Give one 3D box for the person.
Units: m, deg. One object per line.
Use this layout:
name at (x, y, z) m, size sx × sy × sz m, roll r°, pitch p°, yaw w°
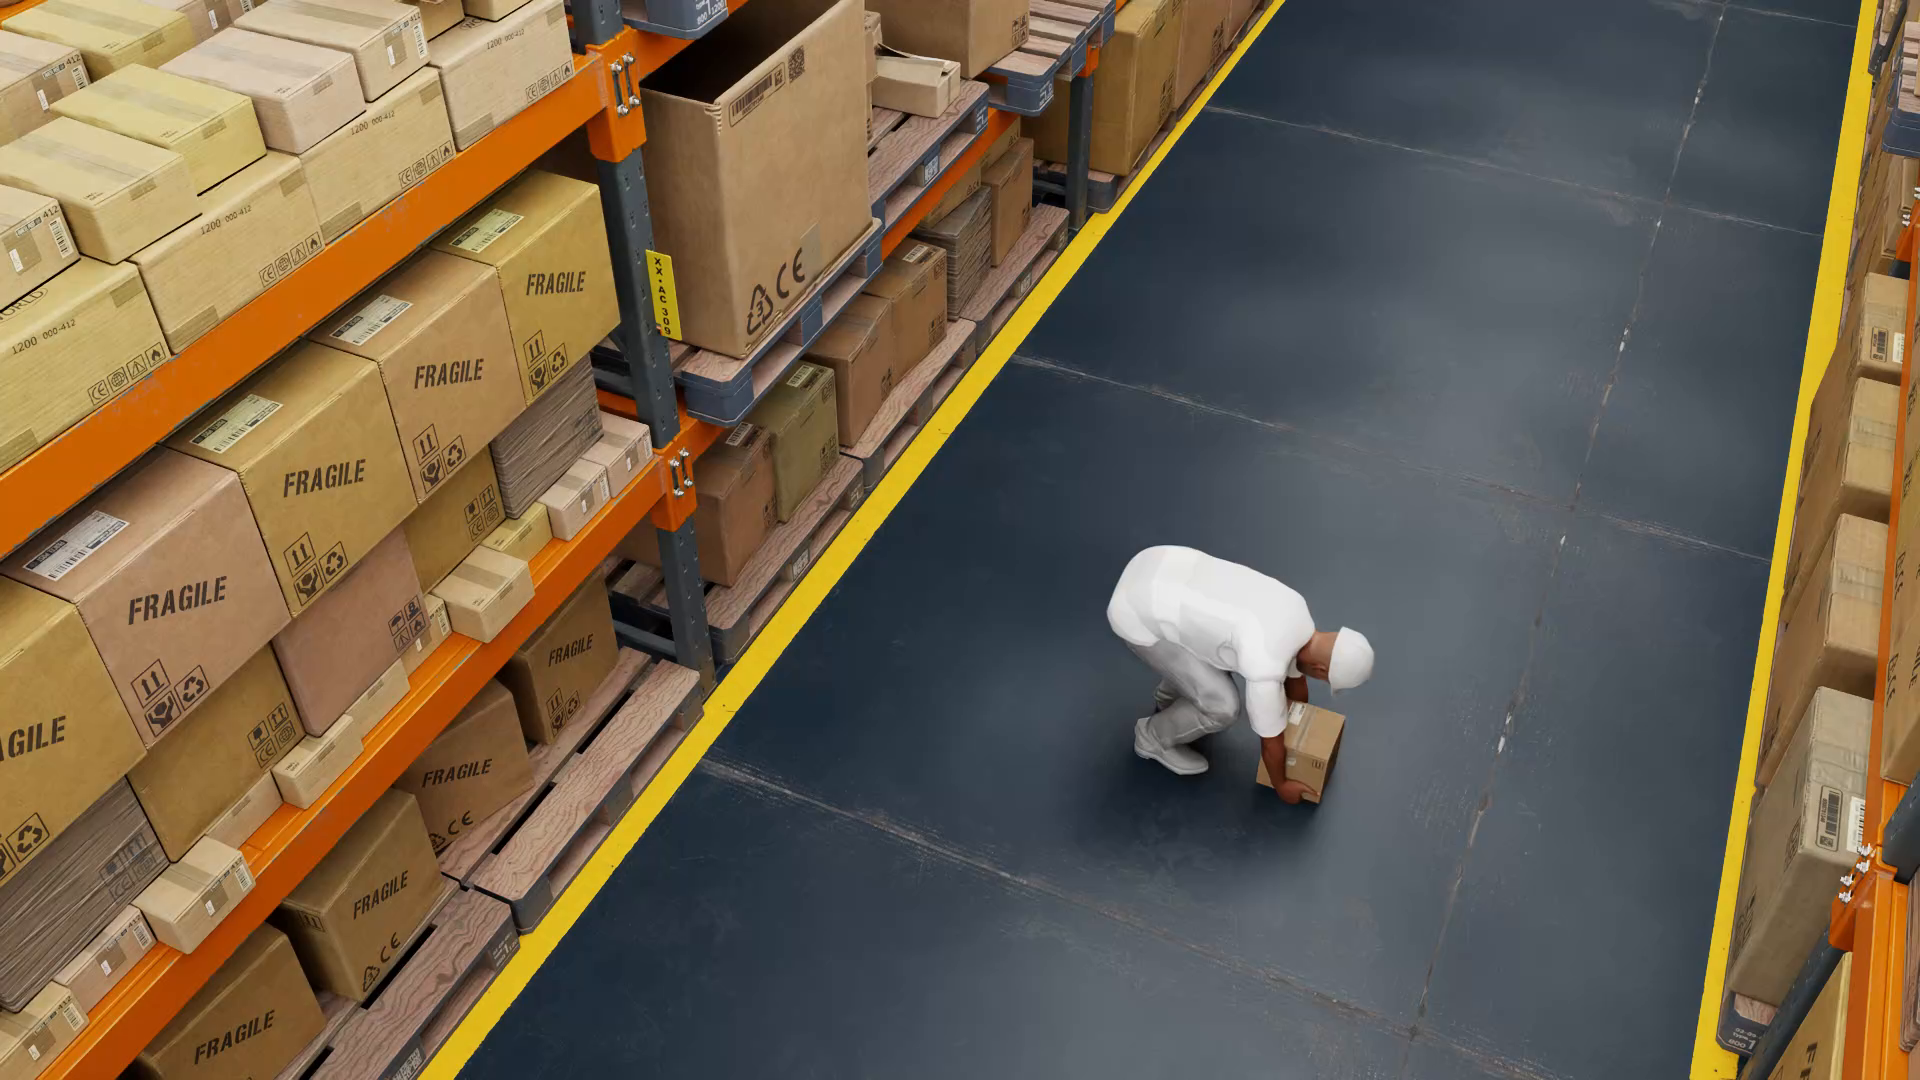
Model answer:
person at (1.036, 0.483, 6.259) m, size 0.977 × 0.907 × 0.511 m, roll 15°, pitch 44°, yaw 17°
